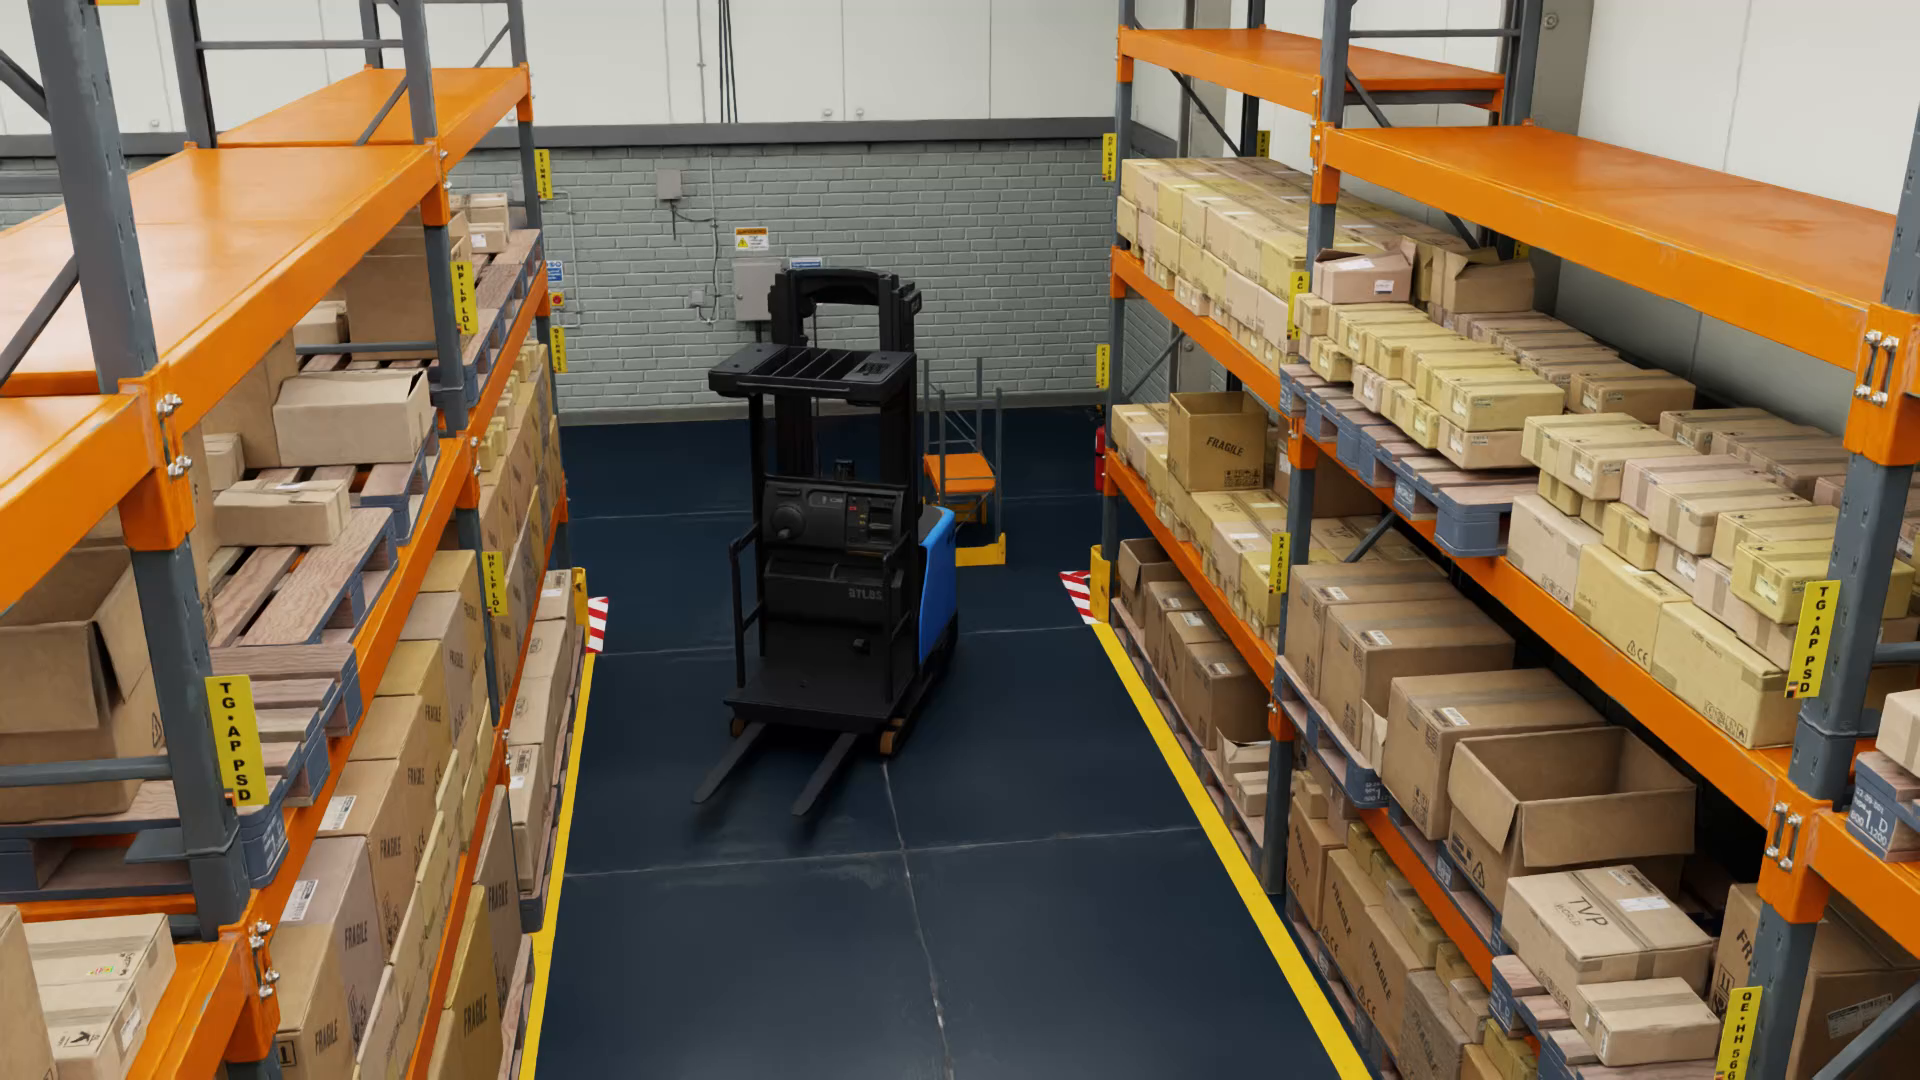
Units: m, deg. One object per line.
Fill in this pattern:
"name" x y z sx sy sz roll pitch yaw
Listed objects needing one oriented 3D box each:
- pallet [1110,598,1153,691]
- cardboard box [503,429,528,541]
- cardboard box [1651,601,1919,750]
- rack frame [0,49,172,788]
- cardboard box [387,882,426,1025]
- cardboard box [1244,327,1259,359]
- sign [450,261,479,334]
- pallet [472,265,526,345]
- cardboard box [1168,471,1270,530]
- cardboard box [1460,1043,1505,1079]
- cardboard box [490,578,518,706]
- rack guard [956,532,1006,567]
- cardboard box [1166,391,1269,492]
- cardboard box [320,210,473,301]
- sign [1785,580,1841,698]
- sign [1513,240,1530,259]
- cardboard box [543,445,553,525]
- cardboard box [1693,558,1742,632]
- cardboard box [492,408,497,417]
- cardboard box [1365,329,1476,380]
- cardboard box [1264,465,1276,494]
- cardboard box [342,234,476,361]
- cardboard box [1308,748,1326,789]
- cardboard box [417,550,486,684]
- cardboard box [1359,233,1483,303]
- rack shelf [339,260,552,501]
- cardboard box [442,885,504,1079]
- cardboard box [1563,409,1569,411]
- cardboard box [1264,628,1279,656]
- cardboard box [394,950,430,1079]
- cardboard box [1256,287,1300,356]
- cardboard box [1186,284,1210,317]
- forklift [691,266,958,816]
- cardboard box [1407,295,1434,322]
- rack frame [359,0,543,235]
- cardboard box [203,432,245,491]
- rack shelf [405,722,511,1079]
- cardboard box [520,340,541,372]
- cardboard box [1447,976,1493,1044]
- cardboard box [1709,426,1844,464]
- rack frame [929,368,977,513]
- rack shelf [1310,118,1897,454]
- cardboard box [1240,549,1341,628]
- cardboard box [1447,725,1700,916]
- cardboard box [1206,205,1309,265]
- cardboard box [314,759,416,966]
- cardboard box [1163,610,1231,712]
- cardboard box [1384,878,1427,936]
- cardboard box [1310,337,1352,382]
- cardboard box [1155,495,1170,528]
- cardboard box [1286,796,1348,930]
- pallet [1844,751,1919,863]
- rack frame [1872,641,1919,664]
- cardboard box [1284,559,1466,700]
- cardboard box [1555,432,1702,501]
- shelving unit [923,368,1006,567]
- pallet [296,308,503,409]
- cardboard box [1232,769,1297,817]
"pallet" 1.712 0.717 12.069 1.003 0.211 1.213 -3 21 -8
"cardboard box" -2.708 -0.300 9.235 0.500 0.500 0.500 -3 21 -7
"cardboard box" 2.424 0.378 4.918 0.500 0.250 0.500 -4 21 -10
"rack frame" -2.169 -0.680 3.251 0.949 2.616 0.053 -3 21 -8
"cardboard box" -2.134 1.426 5.685 0.500 0.250 0.500 -3 21 -8
"cardboard box" 1.756 -1.082 8.972 0.380 0.149 0.250 -2 21 -6
"sign" -2.214 -1.080 7.420 0.100 0.325 0.005 -3 21 -8
"pallet" -3.029 -1.324 9.387 1.003 0.211 1.213 -3 21 -8
"cardboard box" 1.628 -0.264 10.499 0.500 0.250 0.500 -3 21 -9
"cardboard box" 2.325 2.362 6.651 0.500 0.500 0.500 -2 21 -5
"cardboard box" -2.558 0.523 8.461 0.500 0.500 0.500 -2 21 -6
"rack guard" 0.083 0.082 13.714 0.587 0.250 0.087 -3 21 -8
"cardboard box" 1.601 -0.622 10.386 0.500 0.500 0.500 -2 21 -6
"cardboard box" -2.975 -1.417 8.620 0.797 0.503 0.637 -1 21 -4
"sign" 2.201 0.258 4.287 0.100 0.325 0.005 -3 21 -8
"sign" 2.711 -1.368 8.076 0.100 0.325 0.005 -3 21 -8
"cardboard box" -2.937 -0.358 10.820 0.500 0.500 0.500 -3 21 -9
"cardboard box" 2.431 0.155 4.945 0.380 0.149 0.250 -3 21 -9
"cardboard box" -2.772 -0.636 9.207 0.380 0.149 0.250 -3 21 -8
"cardboard box" 1.938 -0.785 7.008 0.380 0.149 0.250 -3 21 -9
"cardboard box" 2.129 -0.283 10.551 0.500 0.250 0.500 -3 21 -8
"cardboard box" -2.626 -1.165 7.949 0.500 0.500 0.500 -3 21 -7
"cardboard box" 2.010 1.159 8.520 0.380 0.149 0.250 -3 21 -9
"cardboard box" -2.436 0.372 7.436 0.500 0.500 0.500 -2 21 -6
"cardboard box" 2.372 -1.401 8.541 0.500 0.250 0.500 -3 21 -8
"rack shelf" -3.038 -1.016 9.463 1.077 0.370 4.000 -3 21 -8
"cardboard box" -2.443 2.067 6.906 0.875 0.875 0.875 -2 21 -6
"cardboard box" 2.551 -0.491 6.647 0.380 0.149 0.250 -3 21 -8
"cardboard box" 1.866 0.513 8.987 0.380 0.149 0.250 -3 21 -7
"cardboard box" -2.156 1.659 5.775 0.500 0.250 0.500 -2 21 -6
"cardboard box" 1.845 -1.135 8.545 0.500 0.250 0.500 -3 21 -8
"cardboard box" 1.567 -1.435 9.918 0.380 0.149 0.250 -2 21 -7
"forklift" -0.866 -0.139 10.475 1.130 2.935 3.031 5 21 13
"cardboard box" 2.321 -1.079 7.796 0.380 0.149 0.250 -3 21 -9
"rack frame" -3.326 -3.450 10.667 1.000 3.000 0.127 -3 21 -8
"cardboard box" -2.913 -0.292 6.231 0.380 0.166 0.250 -4 21 -11
"rack shelf" -2.461 1.775 6.280 1.077 0.370 4.000 -3 21 -8
"cardboard box" -2.895 -1.173 10.645 0.380 0.149 0.250 -3 21 -8
"cardboard box" 2.253 1.930 6.881 0.380 0.149 0.250 -4 21 -10
"cardboard box" 2.803 -0.277 5.676 0.380 0.149 0.250 -3 21 -8
"rack frame" -0.059 -0.849 14.420 0.475 1.308 0.013 -3 21 -8
"rack shelf" 2.450 -1.100 5.974 1.077 0.370 4.000 -3 21 -8
"cardboard box" 1.847 0.260 9.095 0.500 0.250 0.500 -2 21 -6
"cardboard box" 2.320 1.077 6.371 0.797 0.503 0.637 -3 21 -9
"cardboard box" 1.704 -1.729 9.419 0.500 0.250 0.500 -3 21 -7
"cardboard box" -2.142 1.081 5.538 0.500 0.500 0.500 -2 21 -6
"cardboard box" 1.642 0.785 10.873 0.500 0.500 0.500 -3 21 -7
"cardboard box" 2.167 1.664 7.592 0.380 0.149 0.250 -3 21 -8
"cardboard box" 1.814 -0.823 7.535 0.380 0.149 0.250 -3 21 -7
"cardboard box" 1.498 -0.198 10.891 0.380 0.149 0.250 -4 21 -9
"cardboard box" 2.009 1.647 8.567 0.500 0.500 0.500 -2 21 -5
"pallet" 2.925 0.792 3.865 1.213 0.211 1.003 -2 21 -5
"rack frame" 2.735 -0.932 3.924 0.949 2.616 0.053 -3 21 -8
"cardboard box" 2.010 0.429 8.112 0.700 0.500 0.500 -2 21 -6
"cardboard box" 2.248 -0.249 5.602 0.380 0.149 0.250 -3 21 -9
"shelving unit" 0.011 -0.676 13.957 0.587 1.500 1.083 -3 21 -8
"pallet" -2.857 -0.902 8.259 1.003 0.211 1.213 -3 21 -8
"cardboard box" 1.791 1.454 9.584 0.380 0.149 0.250 -4 21 -9
